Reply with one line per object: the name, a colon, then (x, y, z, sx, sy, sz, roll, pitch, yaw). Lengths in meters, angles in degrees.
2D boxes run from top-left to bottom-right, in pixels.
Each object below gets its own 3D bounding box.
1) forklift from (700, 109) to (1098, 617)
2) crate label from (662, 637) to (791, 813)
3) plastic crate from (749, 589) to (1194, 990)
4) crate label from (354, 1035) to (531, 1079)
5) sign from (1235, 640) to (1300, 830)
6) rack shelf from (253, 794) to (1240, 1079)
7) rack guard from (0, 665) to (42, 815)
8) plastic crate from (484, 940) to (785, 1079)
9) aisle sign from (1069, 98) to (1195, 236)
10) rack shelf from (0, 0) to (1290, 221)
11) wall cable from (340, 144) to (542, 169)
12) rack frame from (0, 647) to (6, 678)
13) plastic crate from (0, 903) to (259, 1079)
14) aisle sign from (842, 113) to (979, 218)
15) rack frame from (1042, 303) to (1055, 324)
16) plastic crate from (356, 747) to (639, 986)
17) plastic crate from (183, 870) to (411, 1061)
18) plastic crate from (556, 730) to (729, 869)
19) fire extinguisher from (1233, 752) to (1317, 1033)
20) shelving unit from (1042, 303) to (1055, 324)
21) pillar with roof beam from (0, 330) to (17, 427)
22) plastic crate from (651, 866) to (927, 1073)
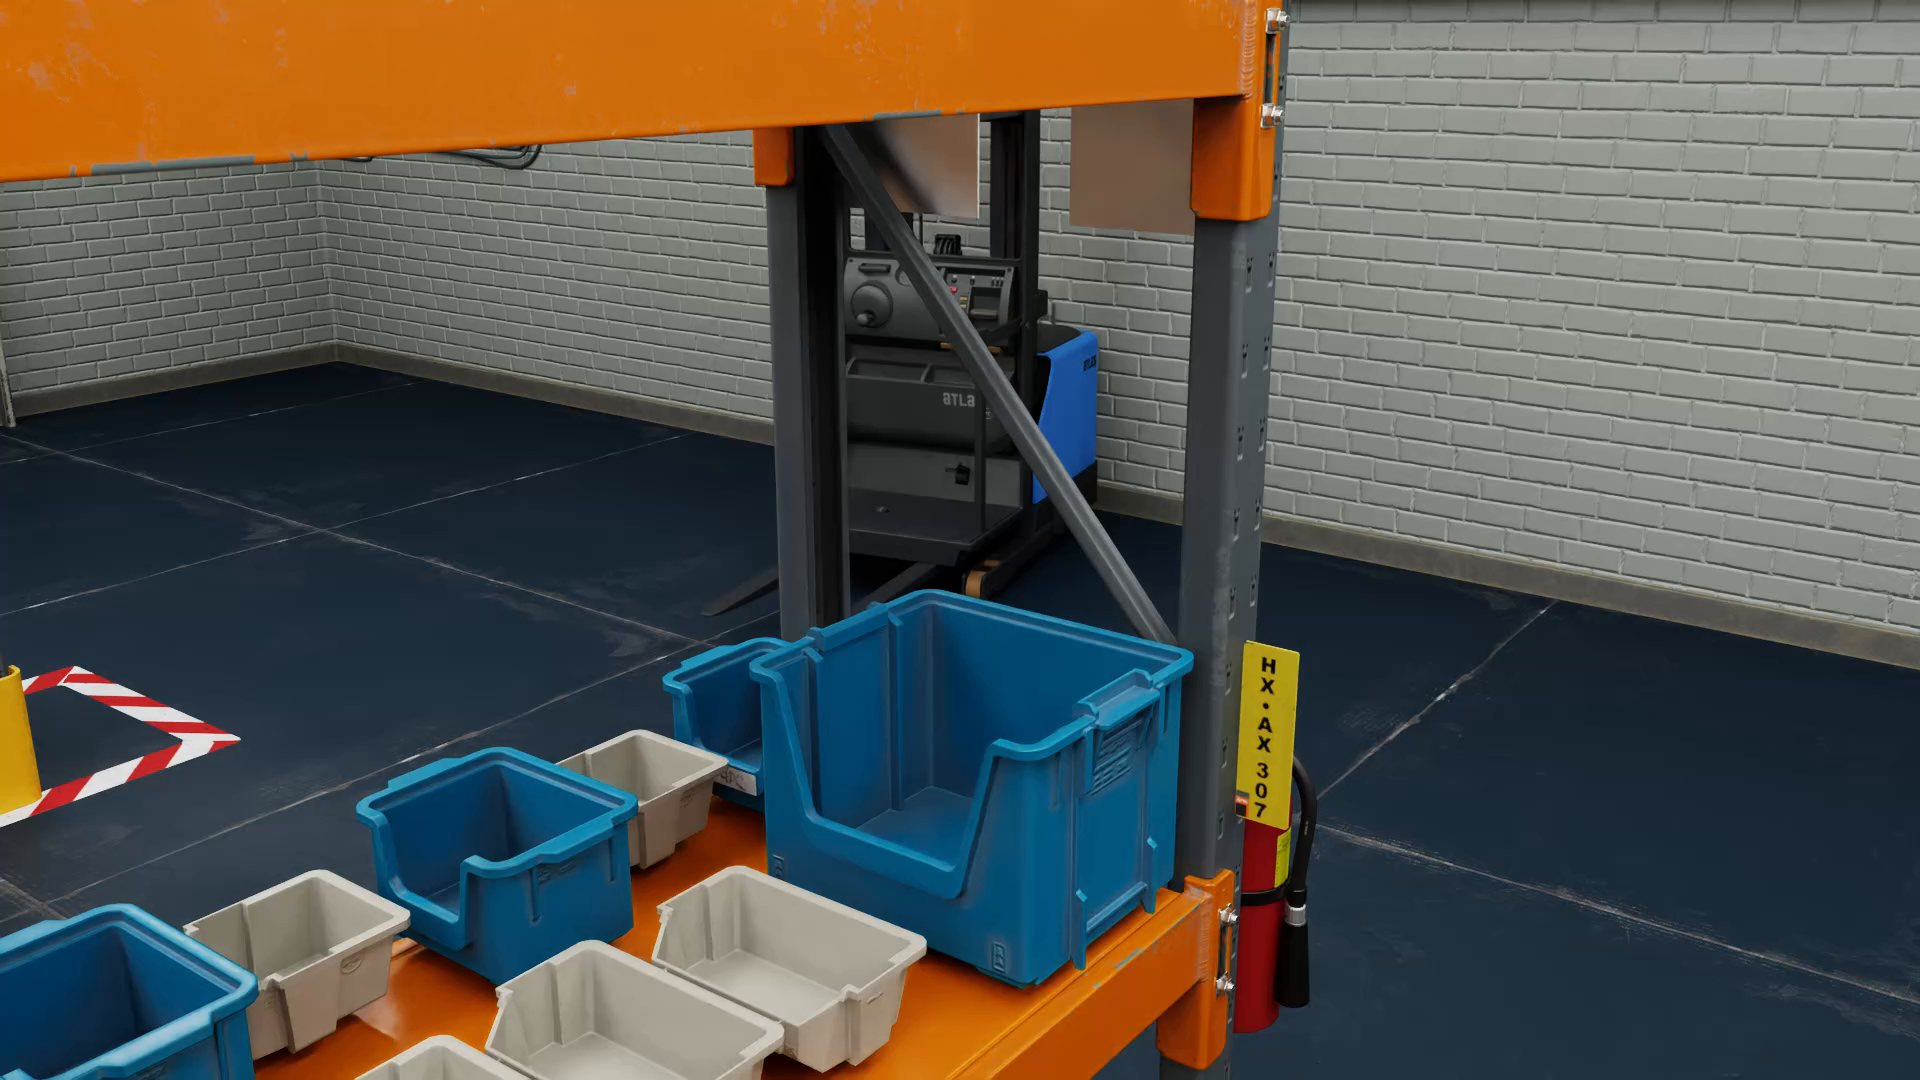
forklift: (-0.251, -1.229, 8.258, 1.130, 2.935, 3.031, 7, 19, 22)
crate label: (-0.341, 0.371, 3.174, 0.416, 0.233, 0.303, 12, 21, 35)
plastic crate: (0.021, 0.386, 2.783, 0.616, 0.435, 0.499, 12, 21, 35)
crate label: (-0.600, 0.779, 2.020, 0.396, 0.136, 0.243, 12, 21, 35)
sign: (0.522, 0.334, 2.835, 0.100, 0.325, 0.005, 12, 21, 35)
rack shelf: (-1.121, 1.139, 1.732, 1.077, 0.370, 4.000, 12, 21, 35)
rack guard: (-3.950, 0.654, 6.294, 1.175, 0.500, 0.348, 12, 21, 35)
plastic crate: (-0.454, 0.709, 2.247, 0.396, 0.136, 0.243, 12, 21, 35)
aisle sign: (0.349, -0.888, 2.663, 0.394, 0.787, 0.004, 12, 21, 35)
rack shelf: (-1.121, -0.294, 1.288, 1.077, 0.370, 4.000, 12, 21, 35)
wall cable: (-4.229, -4.098, 12.503, 3.097, 2.526, 0.112, 12, 21, 35)
rack frame: (-3.905, -0.558, 5.981, 1.000, 3.000, 0.127, 12, 21, 35)
plastic crate: (-1.125, 0.684, 2.164, 0.416, 0.233, 0.300, 12, 21, 35)
aisle sign: (-0.125, -0.992, 2.998, 0.394, 0.787, 0.004, 12, 21, 35)
rack frame: (0.459, -0.823, 9.924, 0.240, 1.200, 0.006, 11, 20, 35)
plastic crate: (-0.733, 0.527, 2.669, 0.416, 0.233, 0.300, 12, 21, 35)
plastic crate: (-1.003, 0.640, 2.469, 0.250, 0.136, 0.298, 12, 21, 35)
plastic crate: (-0.598, 0.478, 2.989, 0.250, 0.136, 0.298, 12, 21, 35)
fire extinguisher: (0.526, 0.578, 3.084, 0.296, 0.674, 0.183, 12, 21, 35)
shelving unit: (0.405, -0.803, 9.853, 0.258, 1.200, 0.189, 11, 20, 35)
pillar with roof beam: (-3.514, -4.332, 8.021, 9.100, 9.000, 0.400, 12, 21, 35)
plastic crate: (-0.270, 0.642, 2.462, 0.396, 0.136, 0.243, 12, 21, 35)
